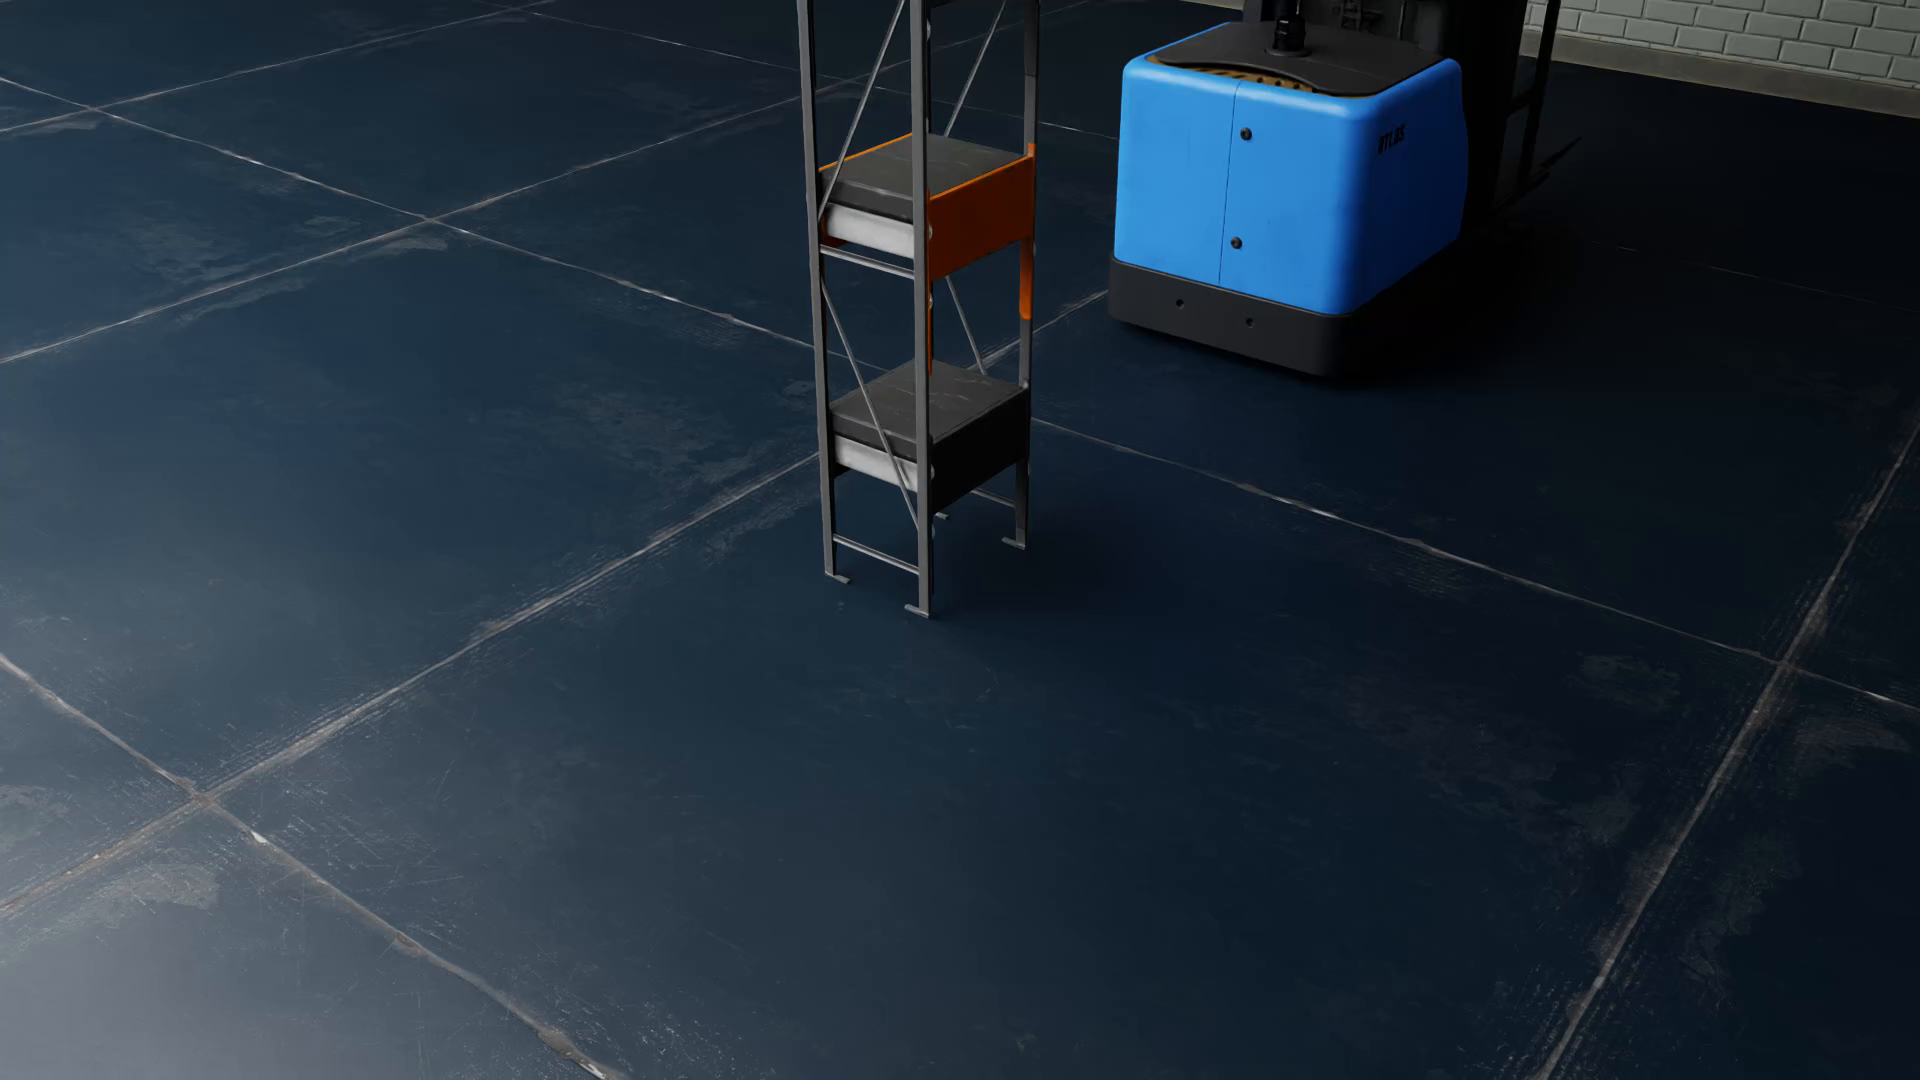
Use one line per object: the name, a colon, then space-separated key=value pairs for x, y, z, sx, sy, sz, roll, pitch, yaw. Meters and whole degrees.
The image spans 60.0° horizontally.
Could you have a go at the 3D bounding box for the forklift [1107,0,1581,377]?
forklift: x=1.876 y=-2.554 z=6.685 sx=1.130 sy=2.935 sz=3.031 roll=21 pitch=37 yaw=31

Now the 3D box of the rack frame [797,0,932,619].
rack frame: x=-0.247 y=-0.737 z=4.434 sx=0.400 sy=2.100 sz=0.015 roll=21 pitch=37 yaw=31

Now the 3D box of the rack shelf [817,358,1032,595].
rack shelf: x=-0.100 y=-0.222 z=4.965 sx=0.431 sy=0.518 sz=0.480 roll=21 pitch=37 yaw=31

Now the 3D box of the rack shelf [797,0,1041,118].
rack shelf: x=-0.100 y=-1.426 z=4.251 sx=0.431 sy=0.518 sz=0.480 roll=21 pitch=37 yaw=31

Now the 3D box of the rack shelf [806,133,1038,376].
rack shelf: x=-0.100 y=-0.824 z=4.608 sx=0.431 sy=0.518 sz=0.480 roll=21 pitch=37 yaw=31

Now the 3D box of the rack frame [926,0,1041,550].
rack frame: x=0.047 y=-0.935 z=4.769 sx=0.400 sy=2.100 sz=0.015 roll=21 pitch=37 yaw=31

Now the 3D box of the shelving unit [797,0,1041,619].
shelving unit: x=-0.100 y=-0.836 z=4.601 sx=0.431 sy=2.100 sz=0.503 roll=21 pitch=37 yaw=31
